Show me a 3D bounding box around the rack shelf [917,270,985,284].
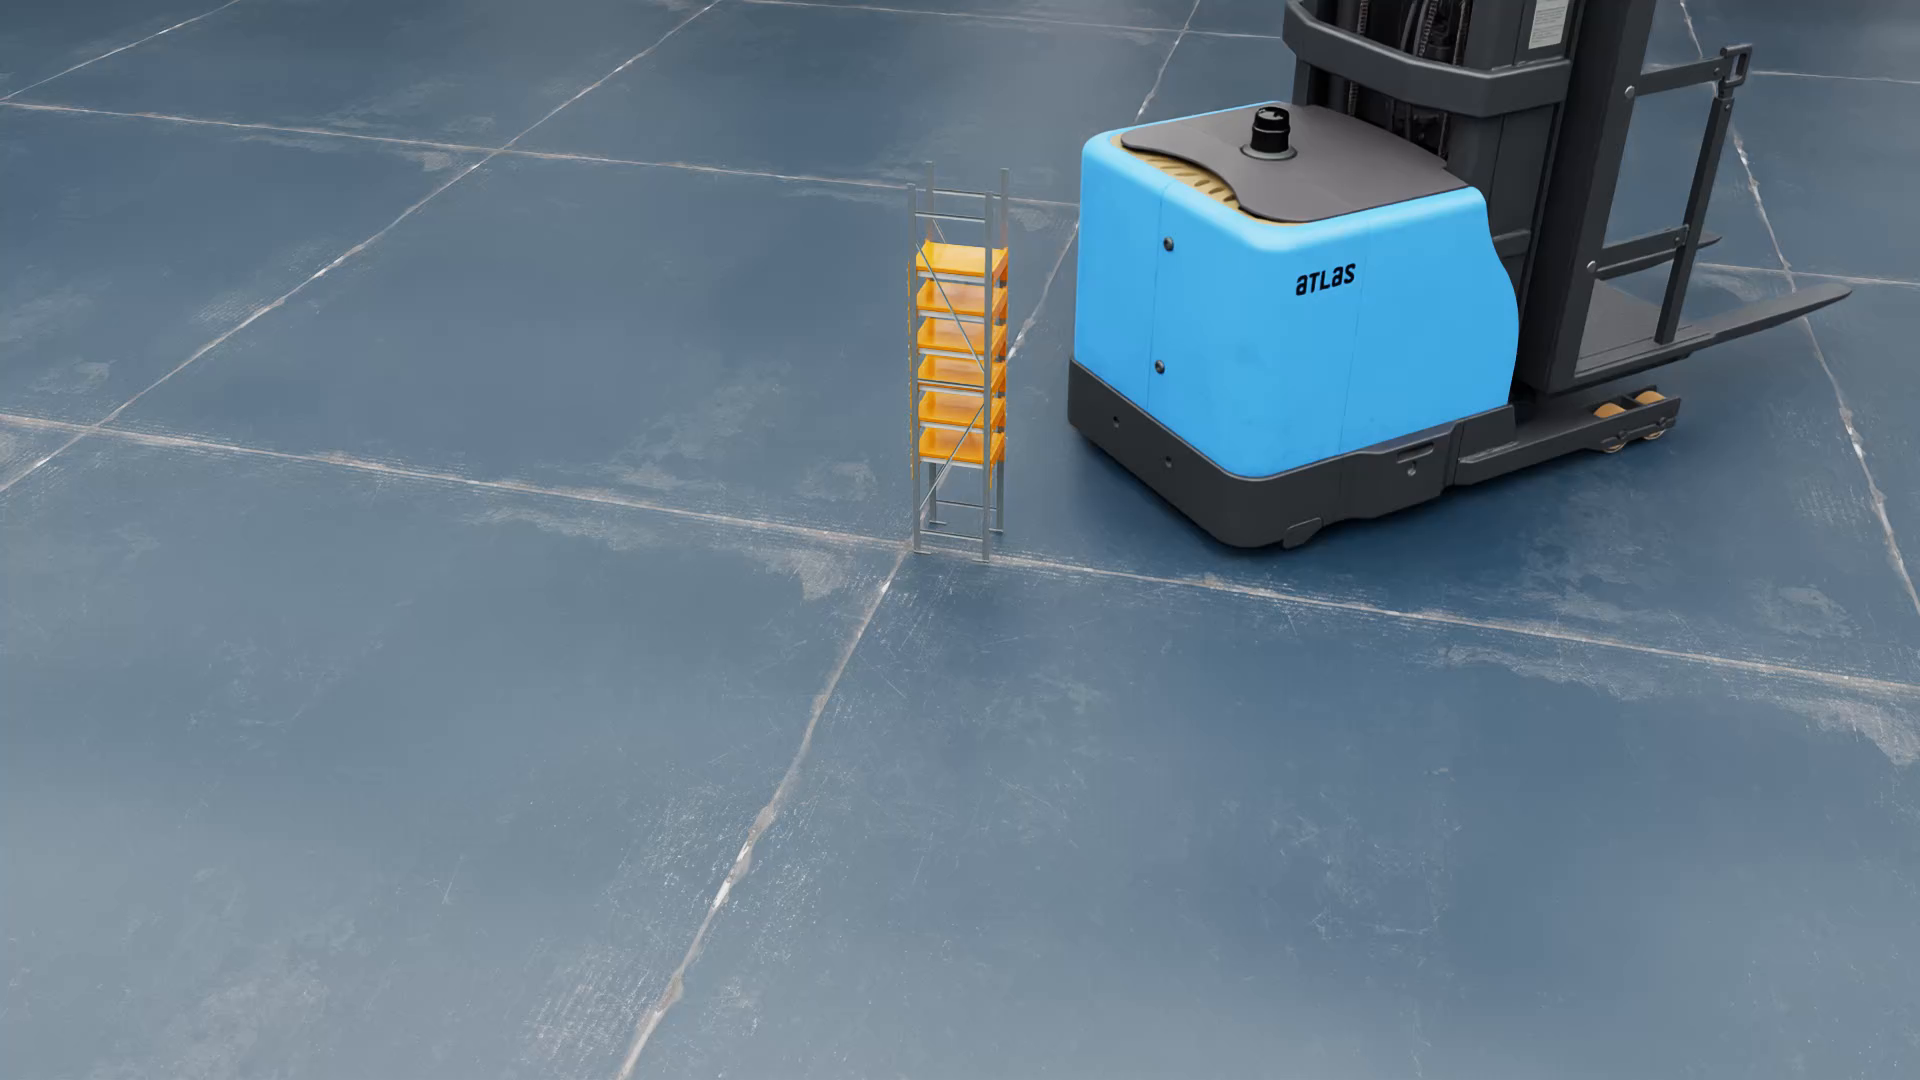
[{"bbox_3d":[-0.004,-0.782,4.736,0.199,0.020,0.166,8,33,12],"label":"rack shelf"}]

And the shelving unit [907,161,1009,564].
[{"bbox_3d":[-0.004,-0.499,4.916,0.258,1.200,0.189,8,33,12],"label":"shelving unit"}]

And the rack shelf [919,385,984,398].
[{"bbox_3d":[-0.004,-0.478,4.929,0.199,0.020,0.166,8,33,12],"label":"rack shelf"}]

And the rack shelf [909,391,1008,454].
[{"bbox_3d":[-0.004,-0.360,5.005,0.258,0.103,0.180,8,33,12],"label":"rack shelf"}]

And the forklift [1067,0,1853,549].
[{"bbox_3d":[1.915,-1.731,5.323,3.031,2.843,1.129,-16,36,-24],"label":"forklift"}]

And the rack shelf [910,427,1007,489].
[{"bbox_3d":[-0.004,-0.259,5.069,0.258,0.103,0.180,8,33,12],"label":"rack shelf"}]

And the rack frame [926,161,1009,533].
[{"bbox_3d":[0.020,-0.546,4.991,0.240,1.200,0.006,8,33,12],"label":"rack frame"}]

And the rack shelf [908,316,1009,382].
[{"bbox_3d":[-0.004,-0.563,4.876,0.258,0.103,0.180,8,33,12],"label":"rack shelf"}]

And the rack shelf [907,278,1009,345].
[{"bbox_3d":[-0.004,-0.664,4.811,0.258,0.103,0.180,8,33,12],"label":"rack shelf"}]

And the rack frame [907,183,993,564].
[{"bbox_3d":[-0.027,-0.451,4.842,0.240,1.200,0.006,8,33,12],"label":"rack frame"}]
